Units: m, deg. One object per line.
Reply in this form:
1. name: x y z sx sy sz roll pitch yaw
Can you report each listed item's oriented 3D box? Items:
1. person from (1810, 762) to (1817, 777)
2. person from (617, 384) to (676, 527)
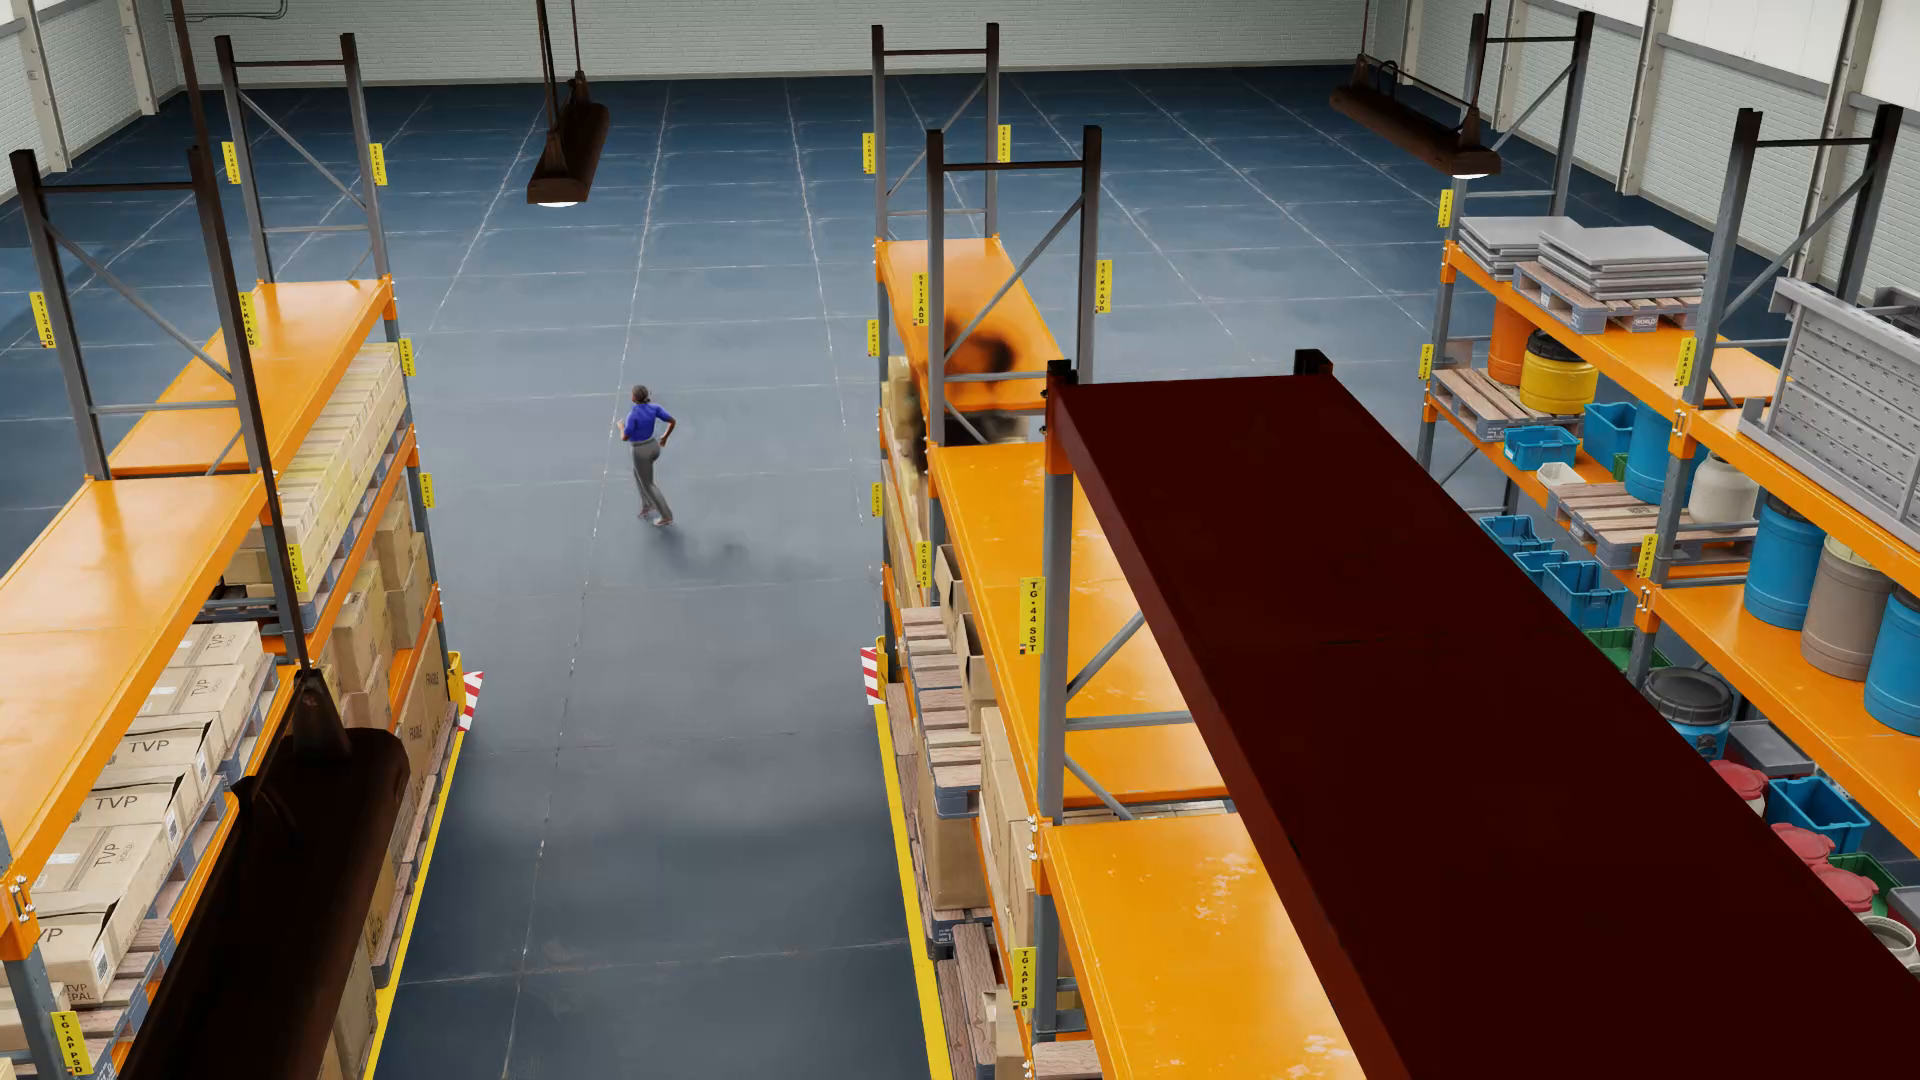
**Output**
1. person: 6.499 1.648 12.955 0.657 1.835 0.763 -5 26 -10
2. person: -3.501 -0.931 18.553 0.756 1.717 0.544 13 29 26
